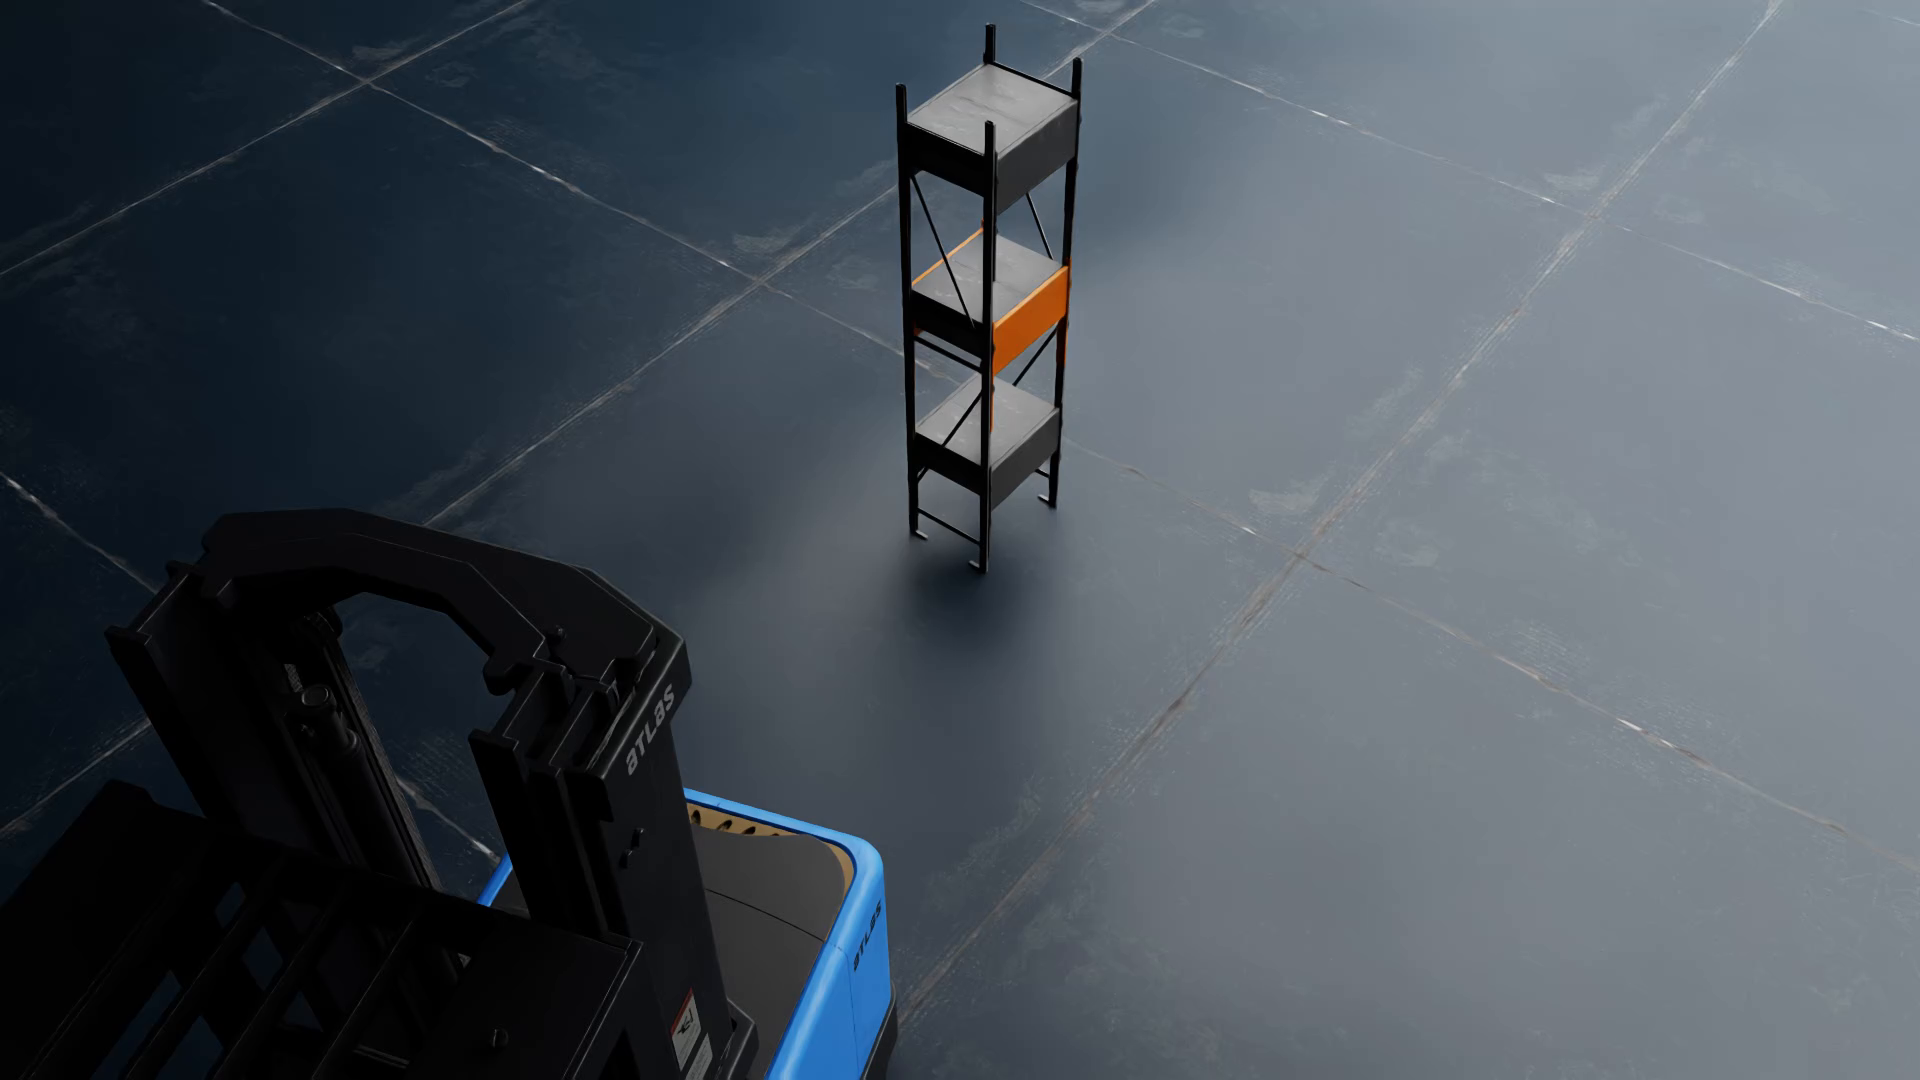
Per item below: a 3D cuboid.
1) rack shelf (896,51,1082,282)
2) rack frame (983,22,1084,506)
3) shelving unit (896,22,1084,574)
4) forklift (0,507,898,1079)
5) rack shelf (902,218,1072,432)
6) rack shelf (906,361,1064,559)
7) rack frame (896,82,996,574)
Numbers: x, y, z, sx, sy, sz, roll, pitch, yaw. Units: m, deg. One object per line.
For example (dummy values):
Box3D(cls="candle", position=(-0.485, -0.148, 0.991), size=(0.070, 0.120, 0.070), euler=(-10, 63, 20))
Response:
Box3D(cls="rack shelf", position=(0.101, -1.294, 5.750), size=(0.431, 0.518, 0.480), euler=(29, 53, 25))
Box3D(cls="rack frame", position=(0.250, -0.960, 6.379), size=(0.400, 2.100, 0.015), euler=(29, 53, 25))
Box3D(cls="shelving unit", position=(0.101, -0.820, 6.246), size=(0.431, 2.100, 0.503), euler=(29, 53, 25))
Box3D(cls="forklift", position=(-1.146, 1.478, 3.475), size=(1.130, 2.935, 3.031), euler=(14, 48, 13))
Box3D(cls="rack shelf", position=(0.101, -0.811, 6.256), size=(0.431, 0.518, 0.480), euler=(29, 53, 25))
Box3D(cls="rack shelf", position=(0.101, -0.327, 6.762), size=(0.431, 0.518, 0.480), euler=(29, 53, 25))
Box3D(cls="rack frame", position=(-0.048, -0.680, 6.113), size=(0.400, 2.100, 0.015), euler=(29, 53, 25))
